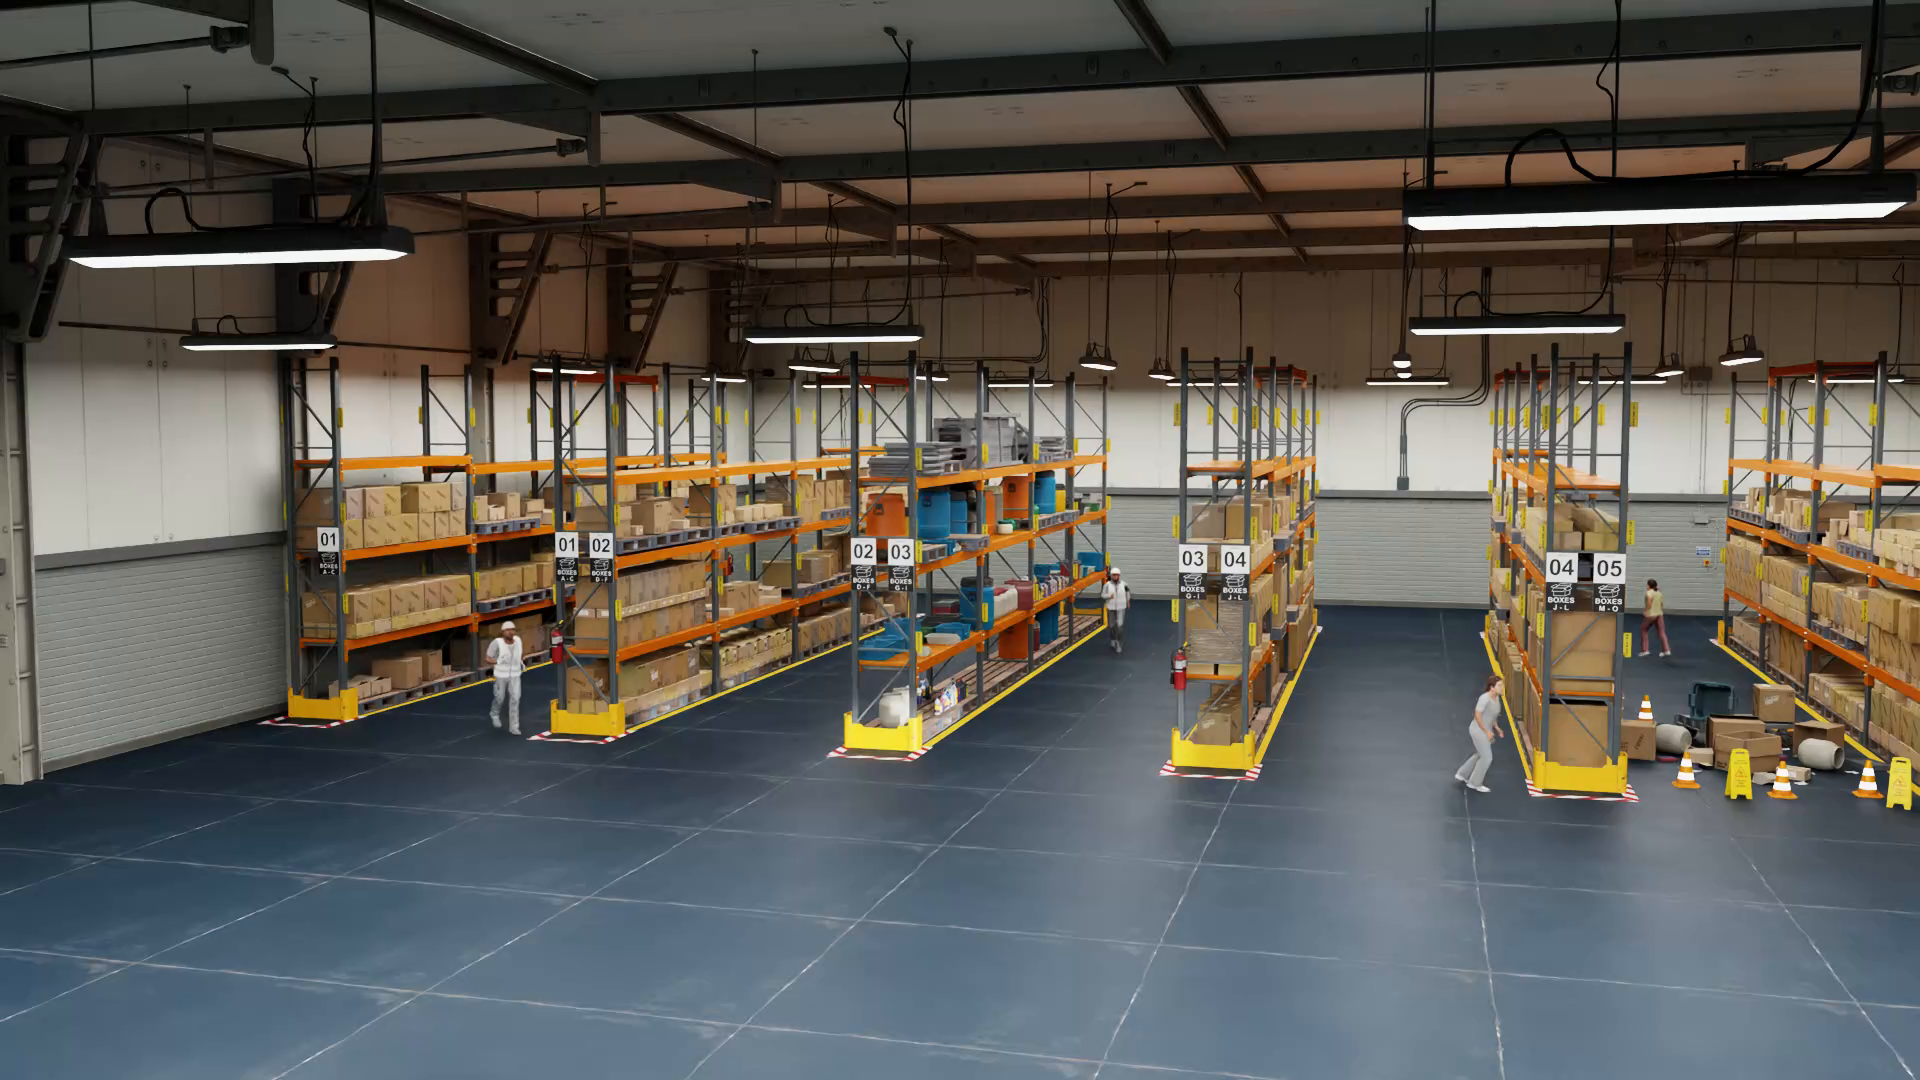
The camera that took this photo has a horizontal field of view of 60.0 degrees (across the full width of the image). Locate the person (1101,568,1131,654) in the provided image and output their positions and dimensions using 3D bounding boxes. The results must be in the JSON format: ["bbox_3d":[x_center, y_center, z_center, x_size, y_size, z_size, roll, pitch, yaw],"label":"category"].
[{"bbox_3d":[3.339,1.501,35.644,0.629,1.833,0.850,0,4,6],"label":"person"}]

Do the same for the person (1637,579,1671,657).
[{"bbox_3d":[14.462,1.648,34.574,0.573,1.640,0.941,-1,4,-10],"label":"person"}]

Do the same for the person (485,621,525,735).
[{"bbox_3d":[-7.172,2.154,26.275,0.671,1.758,1.043,-2,5,-31],"label":"person"}]

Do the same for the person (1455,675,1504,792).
[{"bbox_3d":[6.947,2.588,22.283,0.733,1.584,0.585,4,6,41],"label":"person"}]
